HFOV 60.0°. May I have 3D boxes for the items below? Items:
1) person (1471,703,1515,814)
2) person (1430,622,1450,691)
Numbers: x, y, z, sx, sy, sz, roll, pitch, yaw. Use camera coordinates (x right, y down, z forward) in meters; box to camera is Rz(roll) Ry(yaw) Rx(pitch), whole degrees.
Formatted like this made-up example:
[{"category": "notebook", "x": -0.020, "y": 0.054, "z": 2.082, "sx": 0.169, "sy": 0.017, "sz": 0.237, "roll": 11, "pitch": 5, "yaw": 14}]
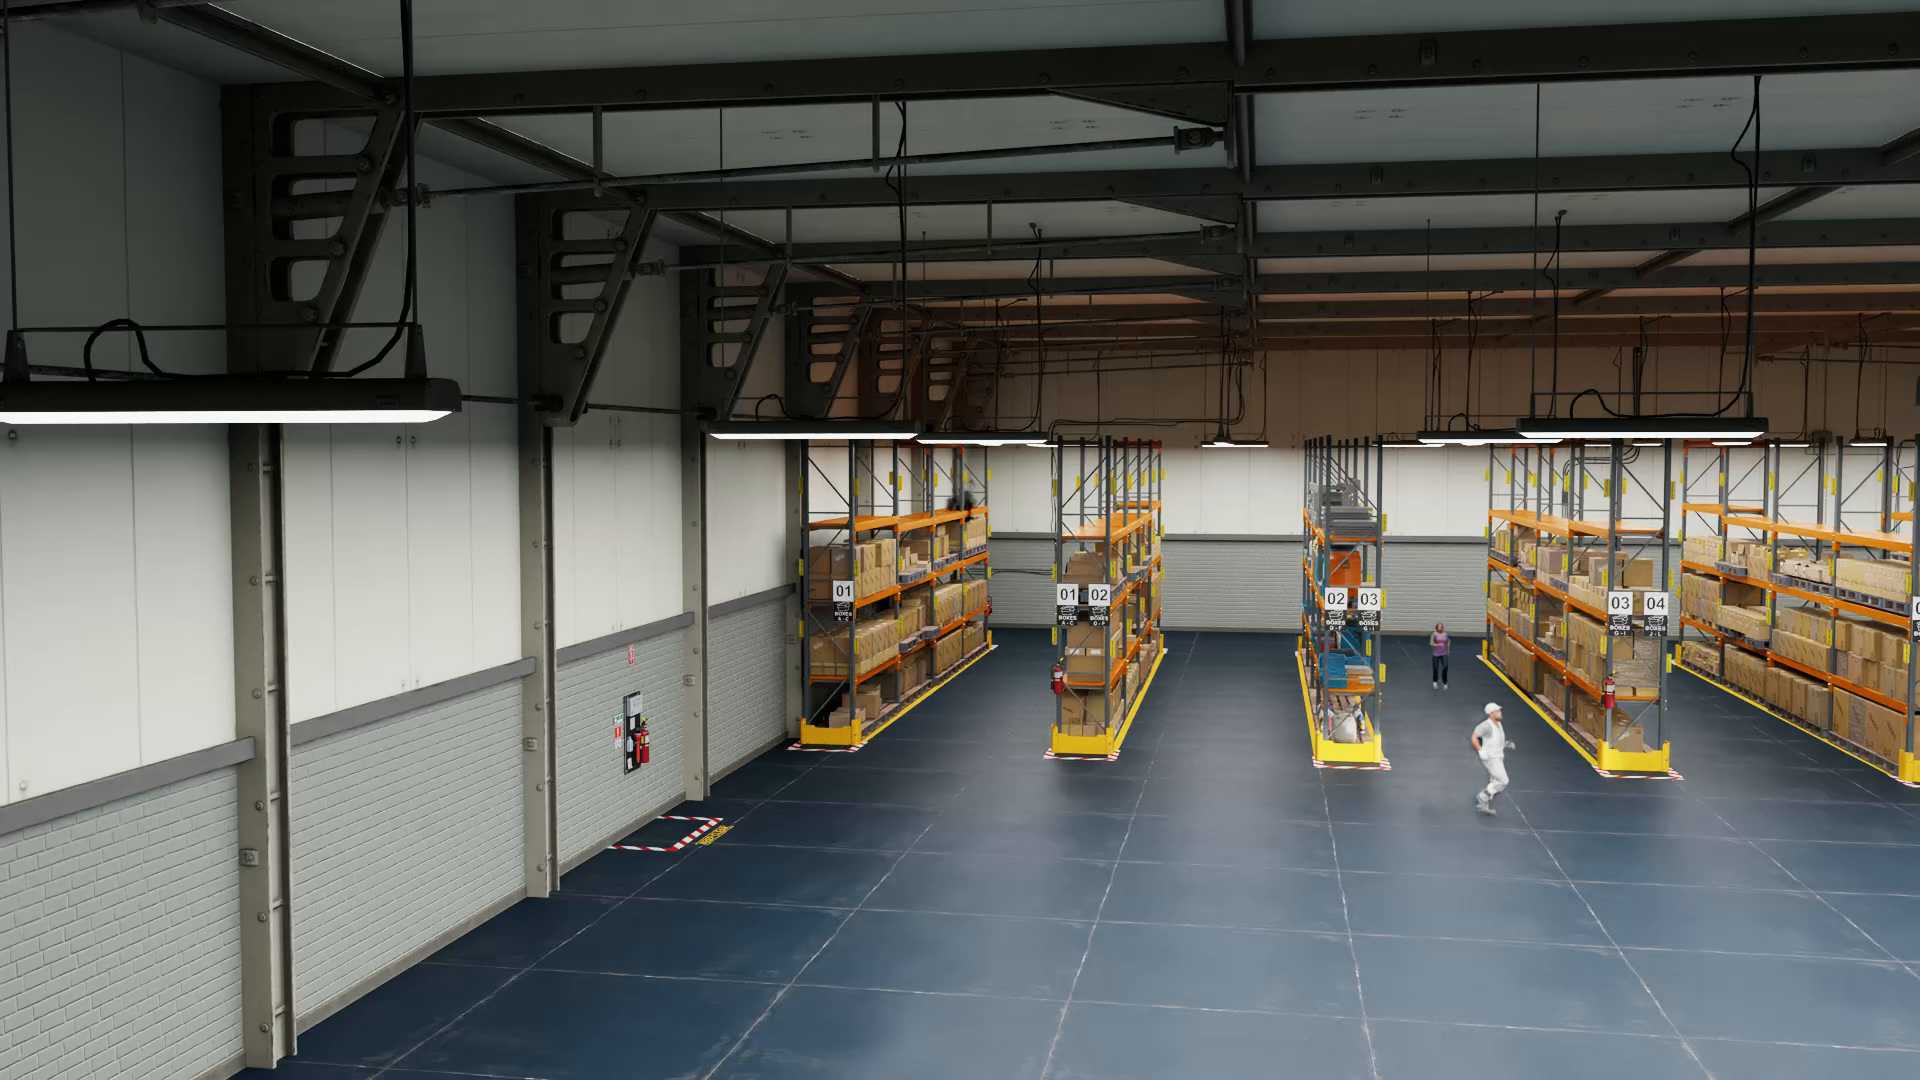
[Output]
[{"category": "person", "x": 8.364, "y": 3.423, "z": 25.990, "sx": 0.546, "sy": 1.746, "sz": 0.713, "roll": 3, "pitch": 4, "yaw": 41}, {"category": "person", "x": 11.451, "y": 2.789, "z": 39.647, "sx": 0.520, "sy": 1.630, "sz": 0.699, "roll": 0, "pitch": 3, "yaw": 6}]
